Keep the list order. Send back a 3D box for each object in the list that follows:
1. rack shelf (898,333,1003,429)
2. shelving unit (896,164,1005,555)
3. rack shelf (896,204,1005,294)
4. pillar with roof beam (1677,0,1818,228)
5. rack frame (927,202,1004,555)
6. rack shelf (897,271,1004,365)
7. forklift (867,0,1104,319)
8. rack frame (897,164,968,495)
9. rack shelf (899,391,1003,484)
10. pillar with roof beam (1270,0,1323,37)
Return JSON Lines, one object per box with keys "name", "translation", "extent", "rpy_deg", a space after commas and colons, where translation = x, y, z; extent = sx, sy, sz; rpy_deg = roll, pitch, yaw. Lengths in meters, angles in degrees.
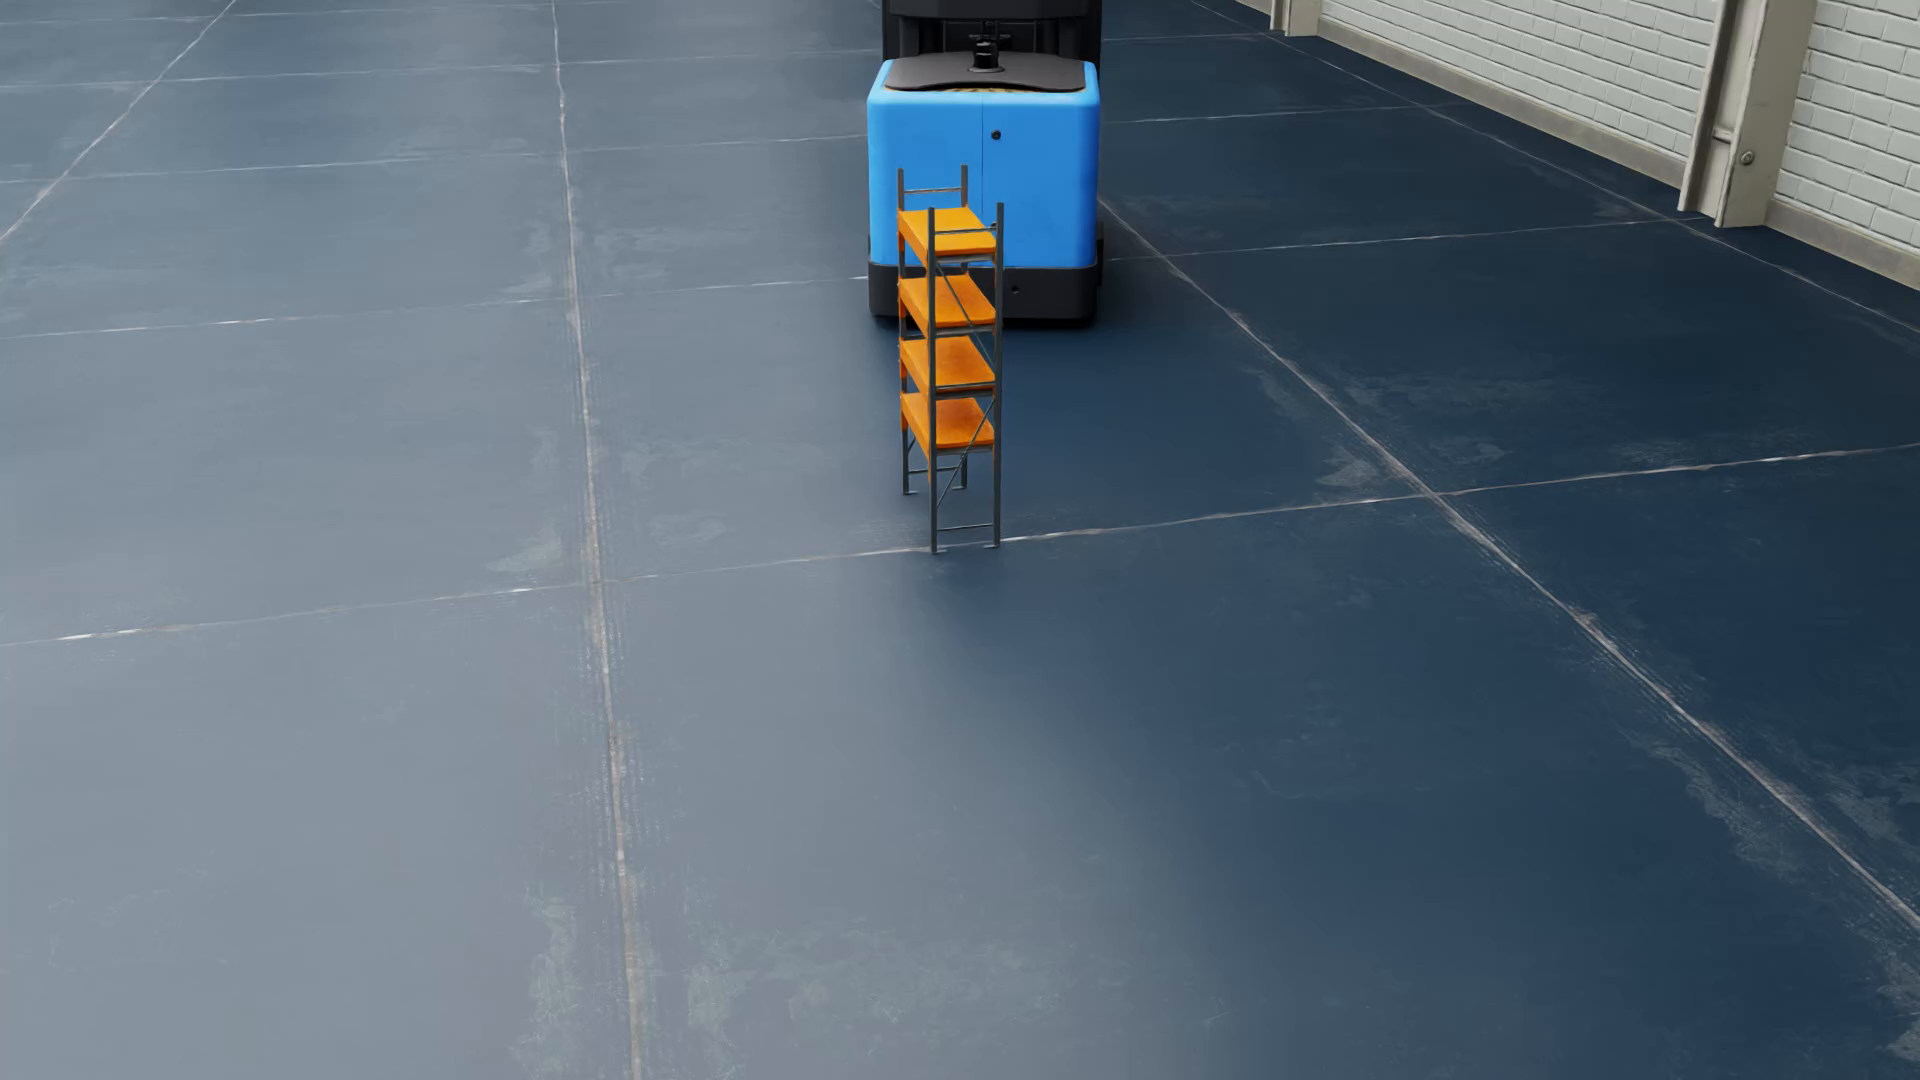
{"name": "rack shelf", "translation": [-0.037, -0.548, 5.654], "extent": [0.258, 0.148, 0.480], "rpy_deg": [-6, 27, -12]}
{"name": "shelving unit", "translation": [-0.037, -0.608, 5.624], "extent": [0.258, 1.200, 0.503], "rpy_deg": [-6, 27, -12]}
{"name": "rack shelf", "translation": [-0.037, -0.959, 5.447], "extent": [0.258, 0.148, 0.480], "rpy_deg": [-6, 27, -12]}
{"name": "pillar with roof beam", "translation": [0.093, -5.401, 6.463], "extent": [9.100, 9.000, 0.400], "rpy_deg": [-6, 27, -12]}
{"name": "rack frame", "translation": [0.018, -0.501, 5.411], "extent": [0.240, 1.200, 0.015], "rpy_deg": [-6, 27, -12]}
{"name": "rack shelf", "translation": [-0.037, -0.748, 5.553], "extent": [0.258, 0.148, 0.480], "rpy_deg": [-6, 27, -12]}
{"name": "forklift", "translation": [0.169, -2.943, 8.327], "extent": [1.130, 2.935, 3.031], "rpy_deg": [1, 27, 2]}
{"name": "rack frame", "translation": [-0.092, -0.715, 5.836], "extent": [0.240, 1.200, 0.015], "rpy_deg": [-6, 27, -12]}
{"name": "rack shelf", "translation": [-0.037, -0.371, 5.743], "extent": [0.258, 0.148, 0.480], "rpy_deg": [-6, 27, -12]}
{"name": "pillar with roof beam", "translation": [-1.259, -8.035, 11.681], "extent": [9.100, 9.000, 0.400], "rpy_deg": [-6, 27, -12]}
